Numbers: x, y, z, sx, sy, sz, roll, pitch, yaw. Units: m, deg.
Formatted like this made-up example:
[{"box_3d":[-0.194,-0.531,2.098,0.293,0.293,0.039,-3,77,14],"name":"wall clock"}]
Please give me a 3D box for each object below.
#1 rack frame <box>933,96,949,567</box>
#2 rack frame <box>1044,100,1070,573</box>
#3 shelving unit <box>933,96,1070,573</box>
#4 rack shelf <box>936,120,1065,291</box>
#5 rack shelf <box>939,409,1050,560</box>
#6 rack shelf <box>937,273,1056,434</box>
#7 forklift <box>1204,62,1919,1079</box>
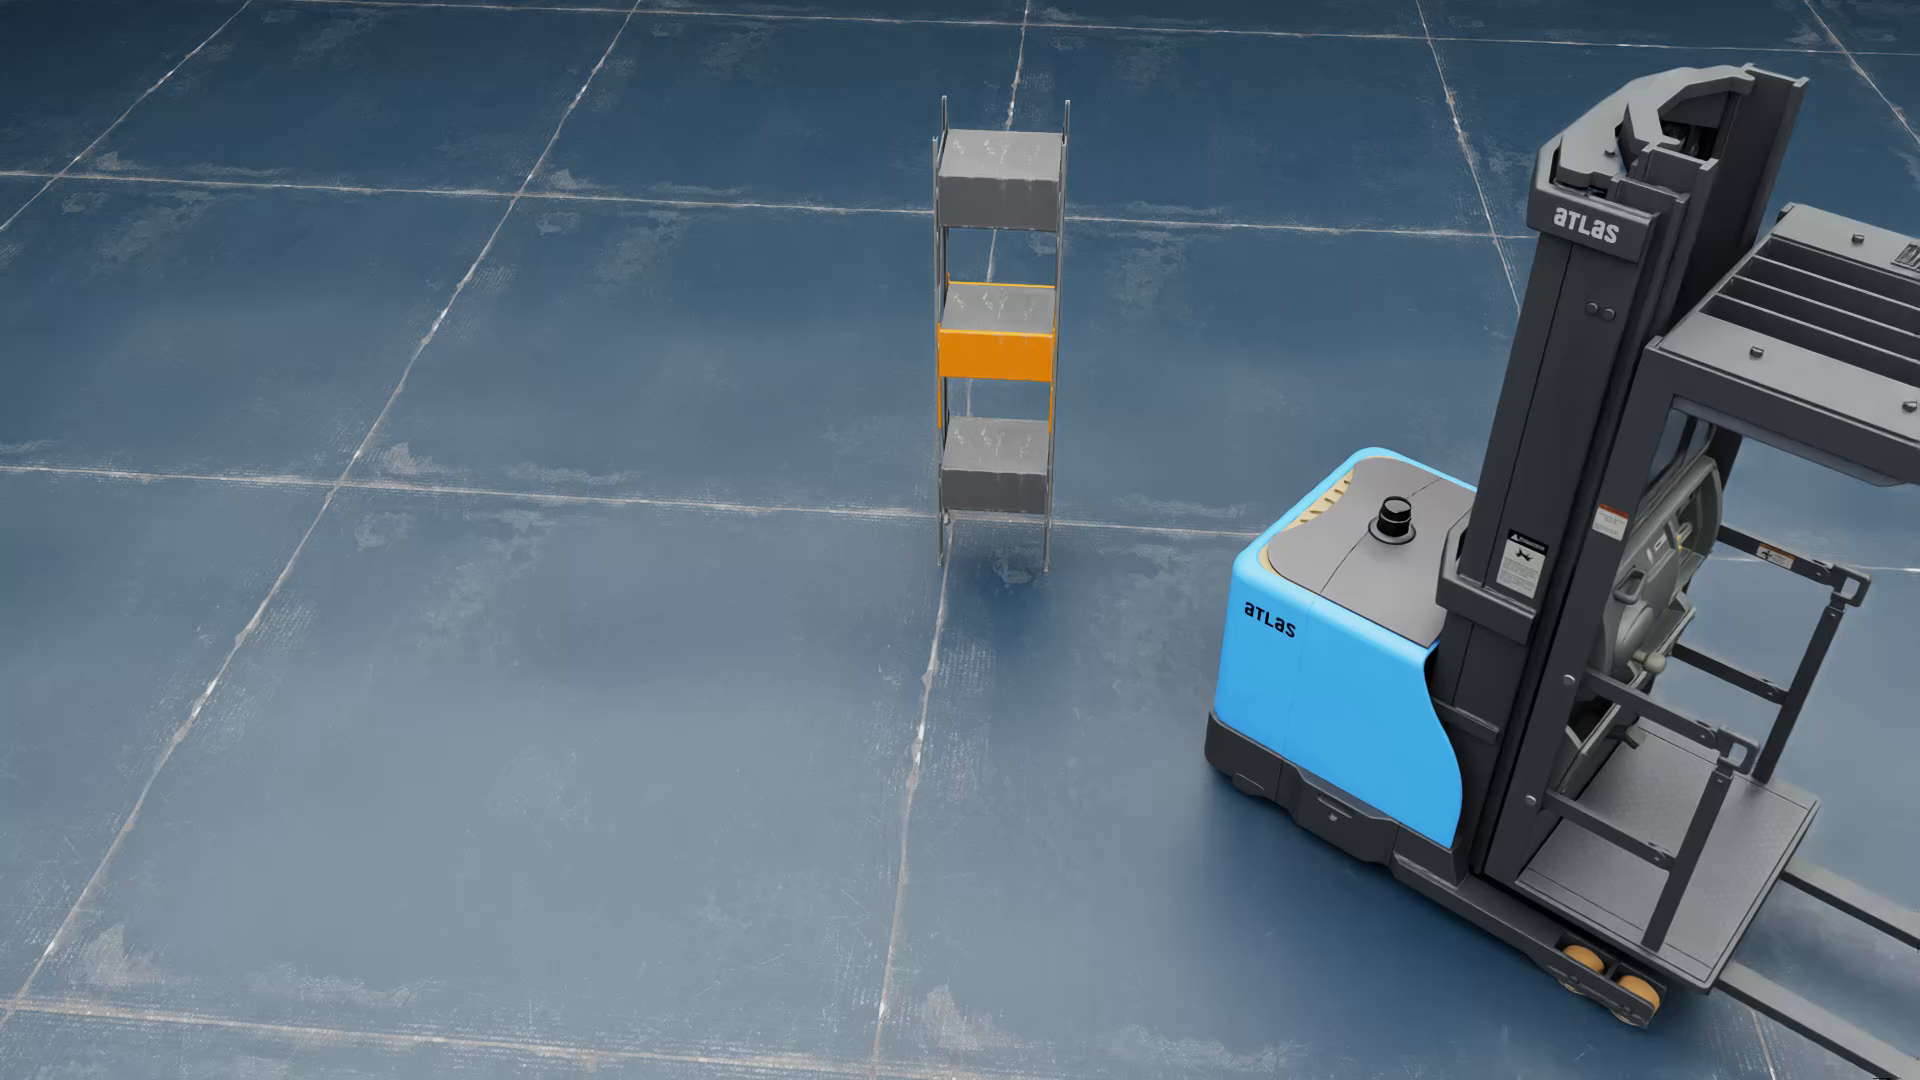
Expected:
[{"box_3d":[-0.078,-0.819,7.092,0.015,2.100,0.400,3,39,4],"name":"rack frame"},{"box_3d":[0.408,-0.792,7.060,0.015,2.100,0.400,3,39,4],"name":"rack frame"},{"box_3d":[0.165,-0.805,7.076,0.503,2.100,0.431,3,39,4],"name":"shelving unit"},{"box_3d":[0.165,-1.338,6.643,0.480,0.518,0.431,3,39,4],"name":"rack shelf"},{"box_3d":[0.165,-0.252,7.527,0.480,0.518,0.431,3,39,4],"name":"rack shelf"},{"box_3d":[0.165,-0.795,7.085,0.480,0.518,0.431,3,39,4],"name":"rack shelf"},{"box_3d":[2.416,0.145,5.250,3.031,2.935,1.130,28,47,30],"name":"forklift"}]
